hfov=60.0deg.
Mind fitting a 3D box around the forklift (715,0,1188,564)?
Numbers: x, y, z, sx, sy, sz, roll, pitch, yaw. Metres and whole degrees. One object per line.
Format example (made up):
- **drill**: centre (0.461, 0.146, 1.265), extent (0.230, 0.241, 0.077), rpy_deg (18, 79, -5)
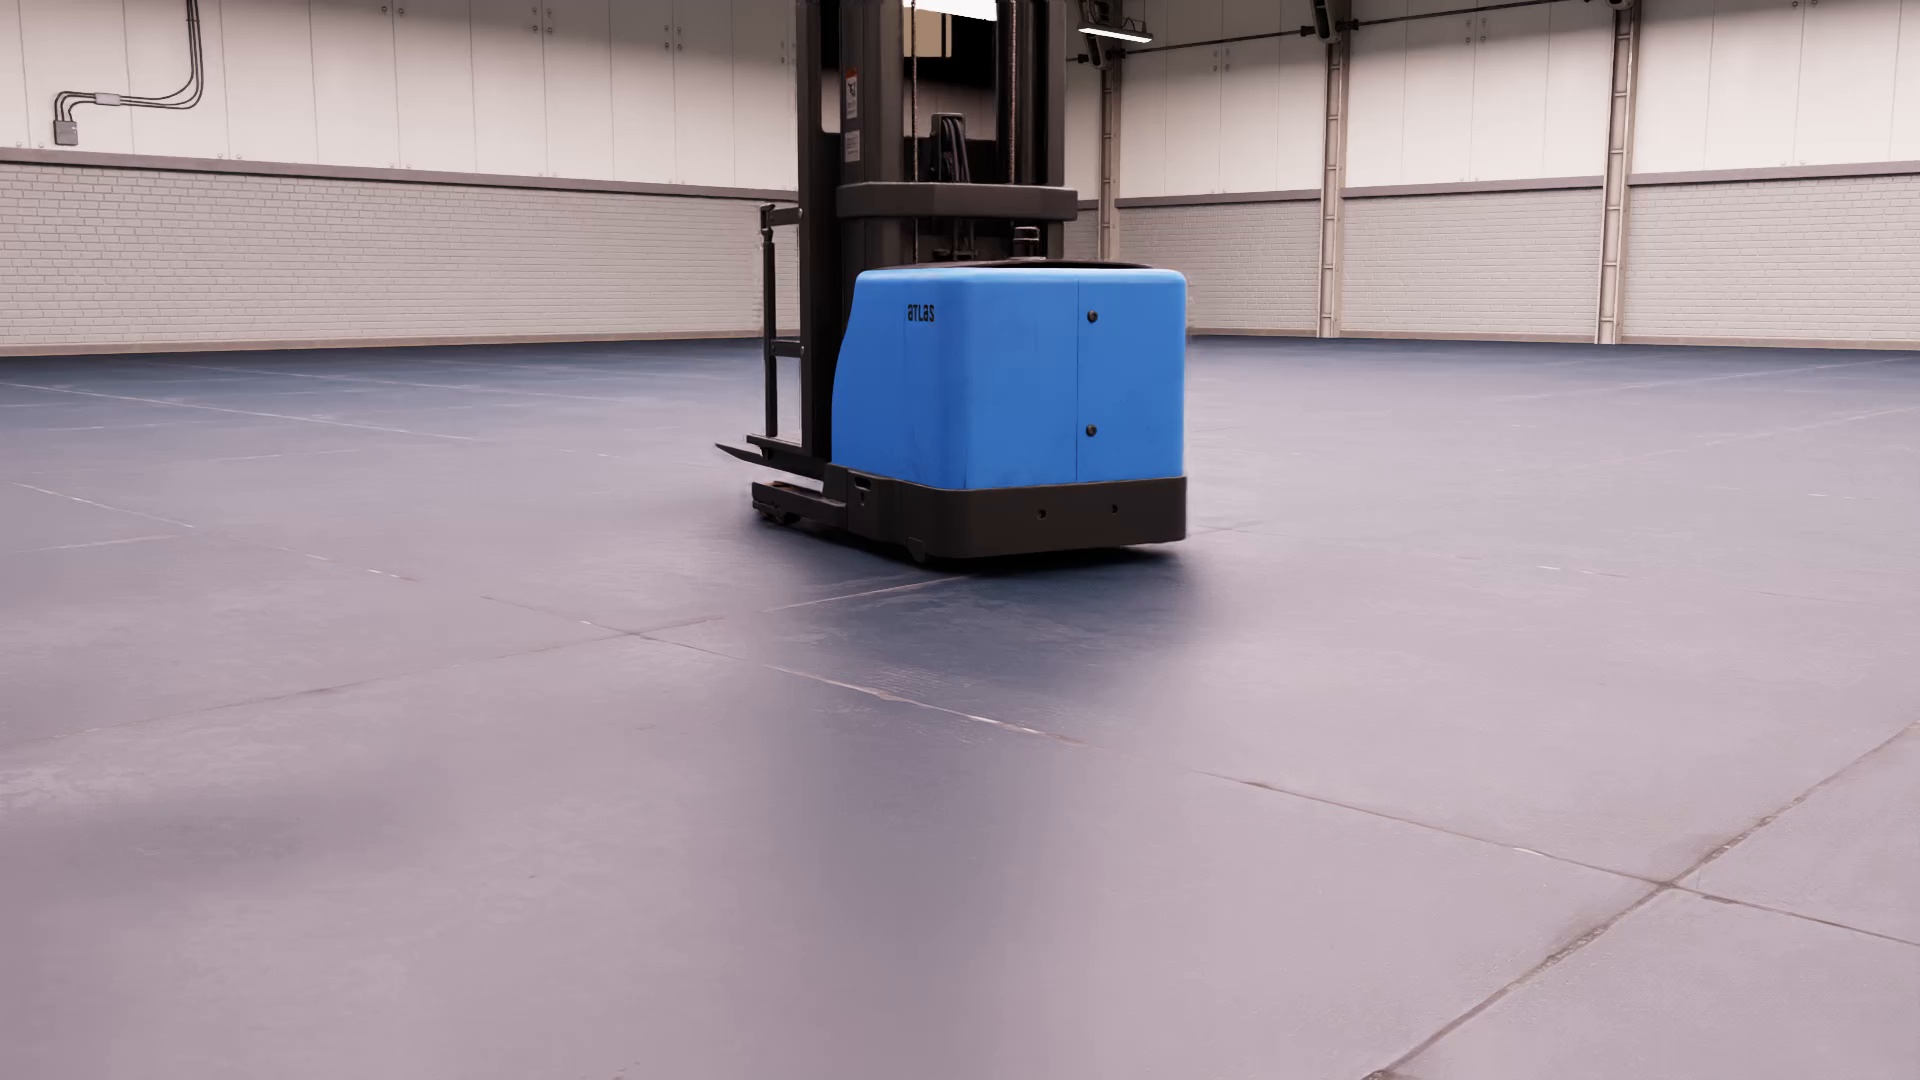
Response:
- **forklift**: centre (-0.265, -1.544, 7.130), extent (1.130, 2.935, 3.031), rpy_deg (-4, 10, -27)
